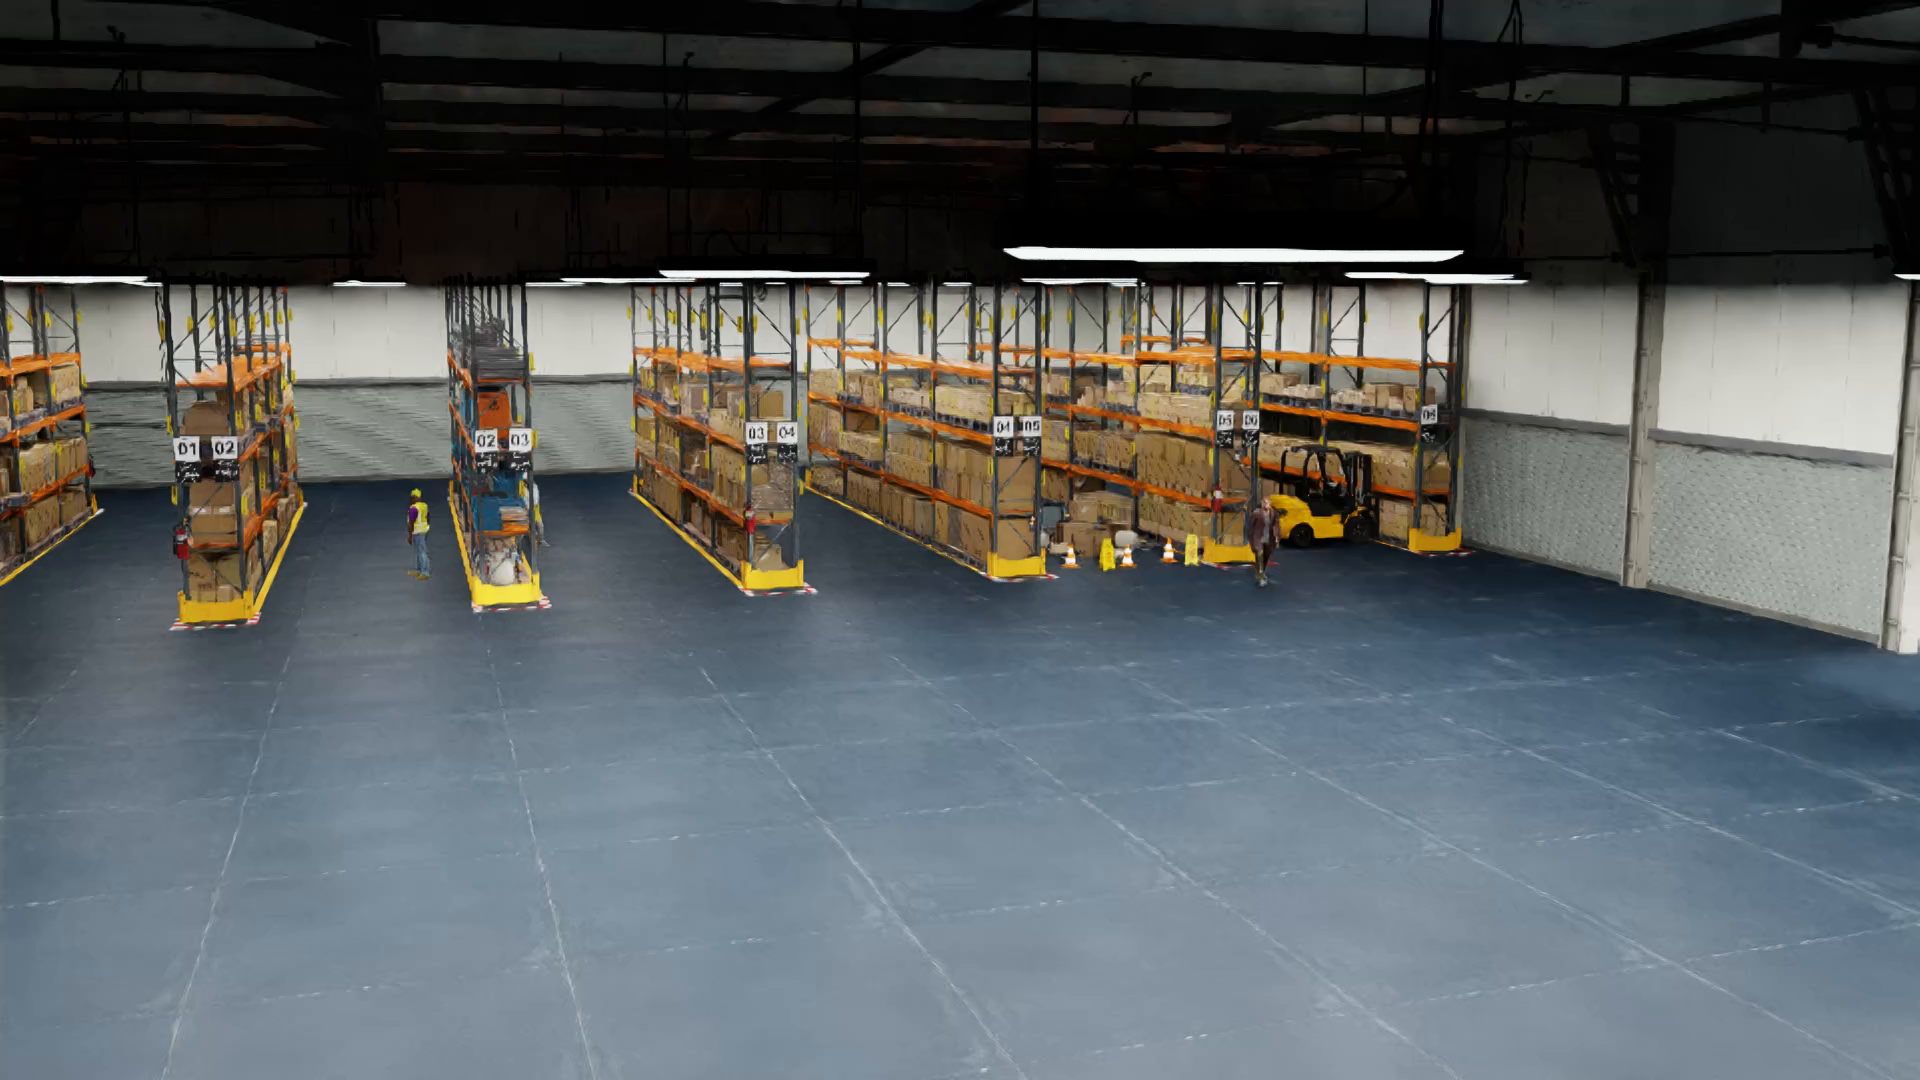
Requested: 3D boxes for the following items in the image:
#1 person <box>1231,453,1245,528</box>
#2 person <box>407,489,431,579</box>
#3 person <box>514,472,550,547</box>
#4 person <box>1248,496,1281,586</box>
[{"bbox_3d":[6.581,-1.192,39.953,0.577,1.783,0.662,2,9,11],"label":"person"},{"bbox_3d":[-10.803,-0.142,33.083,0.591,1.763,0.685,1,9,5],"label":"person"},{"bbox_3d":[-9.591,-0.690,36.931,0.683,1.715,0.840,-6,10,-34],"label":"person"},{"bbox_3d":[5.929,-0.004,32.320,0.573,1.715,1.103,-1,9,-10],"label":"person"}]
